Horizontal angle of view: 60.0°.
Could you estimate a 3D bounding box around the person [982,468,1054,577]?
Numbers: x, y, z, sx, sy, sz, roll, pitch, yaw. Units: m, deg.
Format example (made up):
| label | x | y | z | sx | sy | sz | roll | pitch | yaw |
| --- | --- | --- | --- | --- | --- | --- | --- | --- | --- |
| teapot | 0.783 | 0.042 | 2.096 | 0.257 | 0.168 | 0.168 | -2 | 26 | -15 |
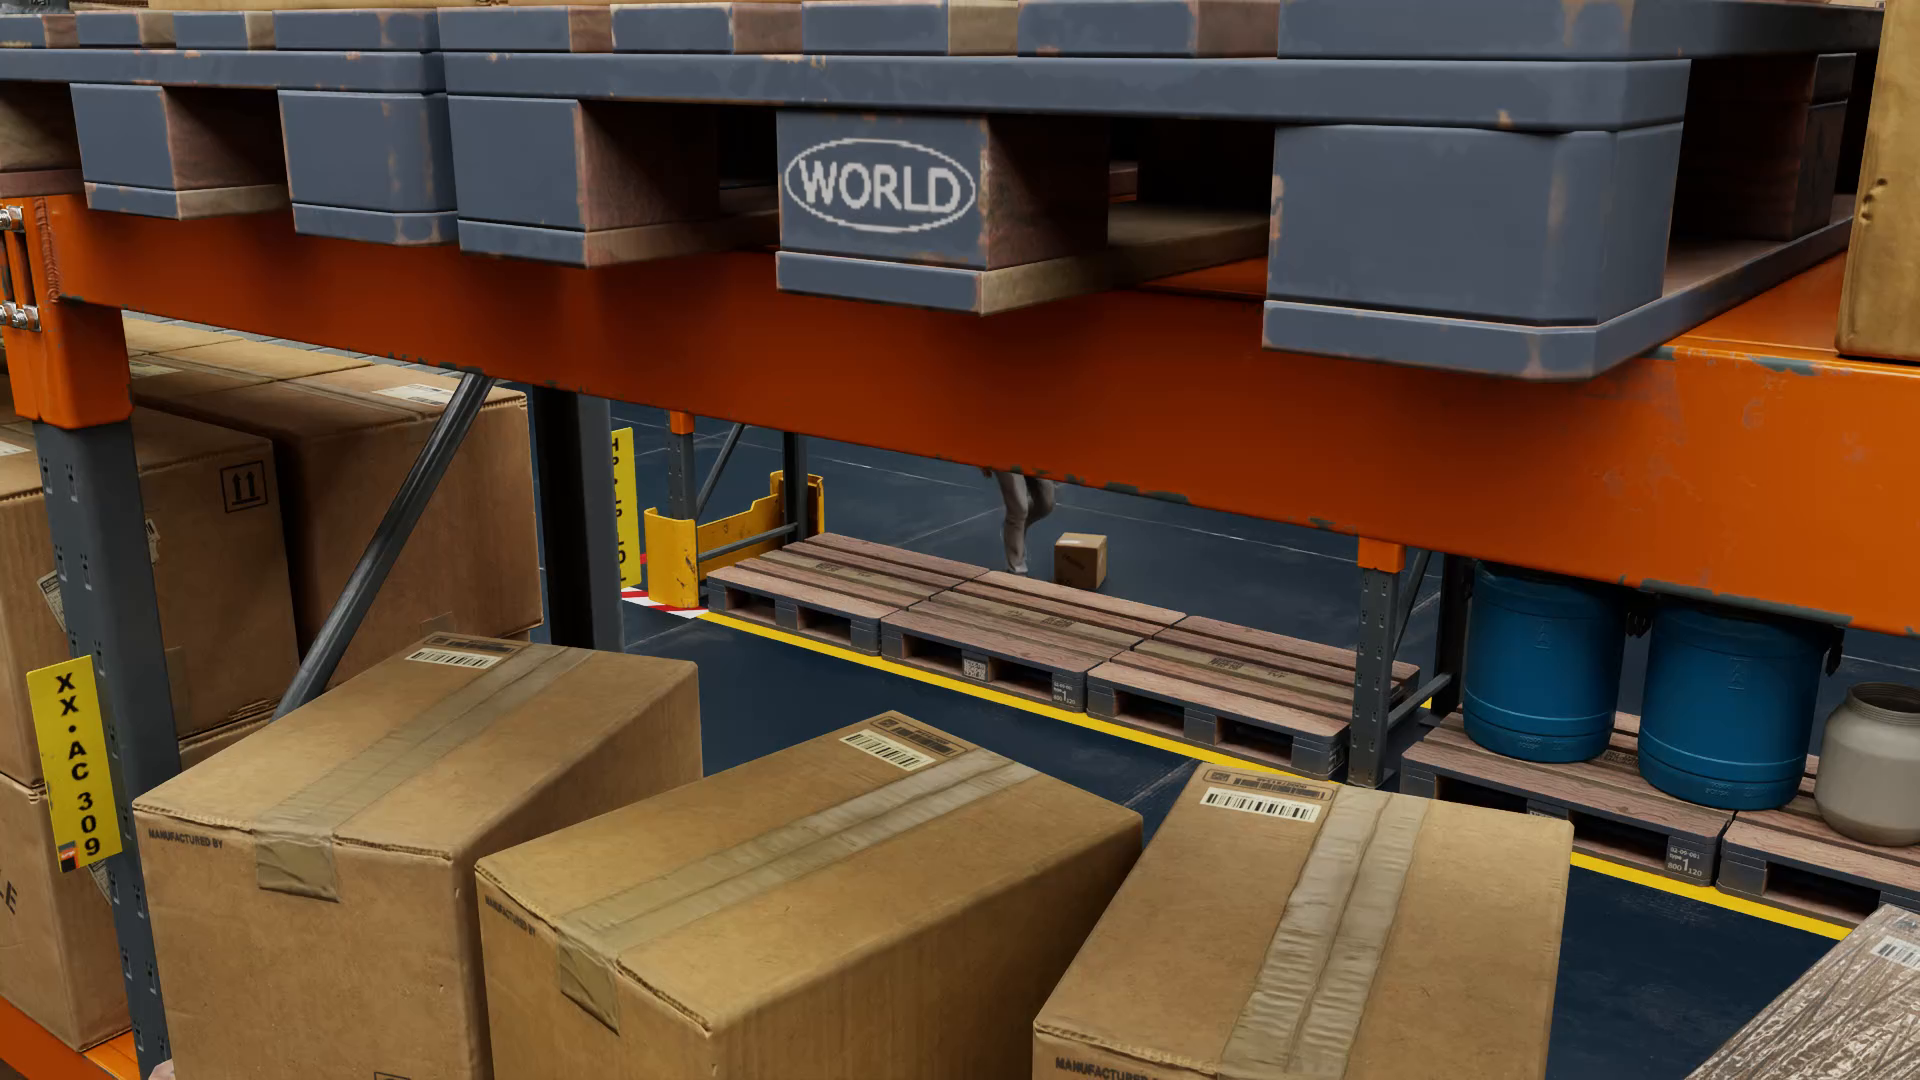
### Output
| label | x | y | z | sx | sy | sz | roll | pitch | yaw |
| --- | --- | --- | --- | --- | --- | --- | --- | --- | --- |
| person | 0.327 | -0.502 | 9.238 | 0.427 | 1.566 | 0.664 | -12 | 21 | -35 |
